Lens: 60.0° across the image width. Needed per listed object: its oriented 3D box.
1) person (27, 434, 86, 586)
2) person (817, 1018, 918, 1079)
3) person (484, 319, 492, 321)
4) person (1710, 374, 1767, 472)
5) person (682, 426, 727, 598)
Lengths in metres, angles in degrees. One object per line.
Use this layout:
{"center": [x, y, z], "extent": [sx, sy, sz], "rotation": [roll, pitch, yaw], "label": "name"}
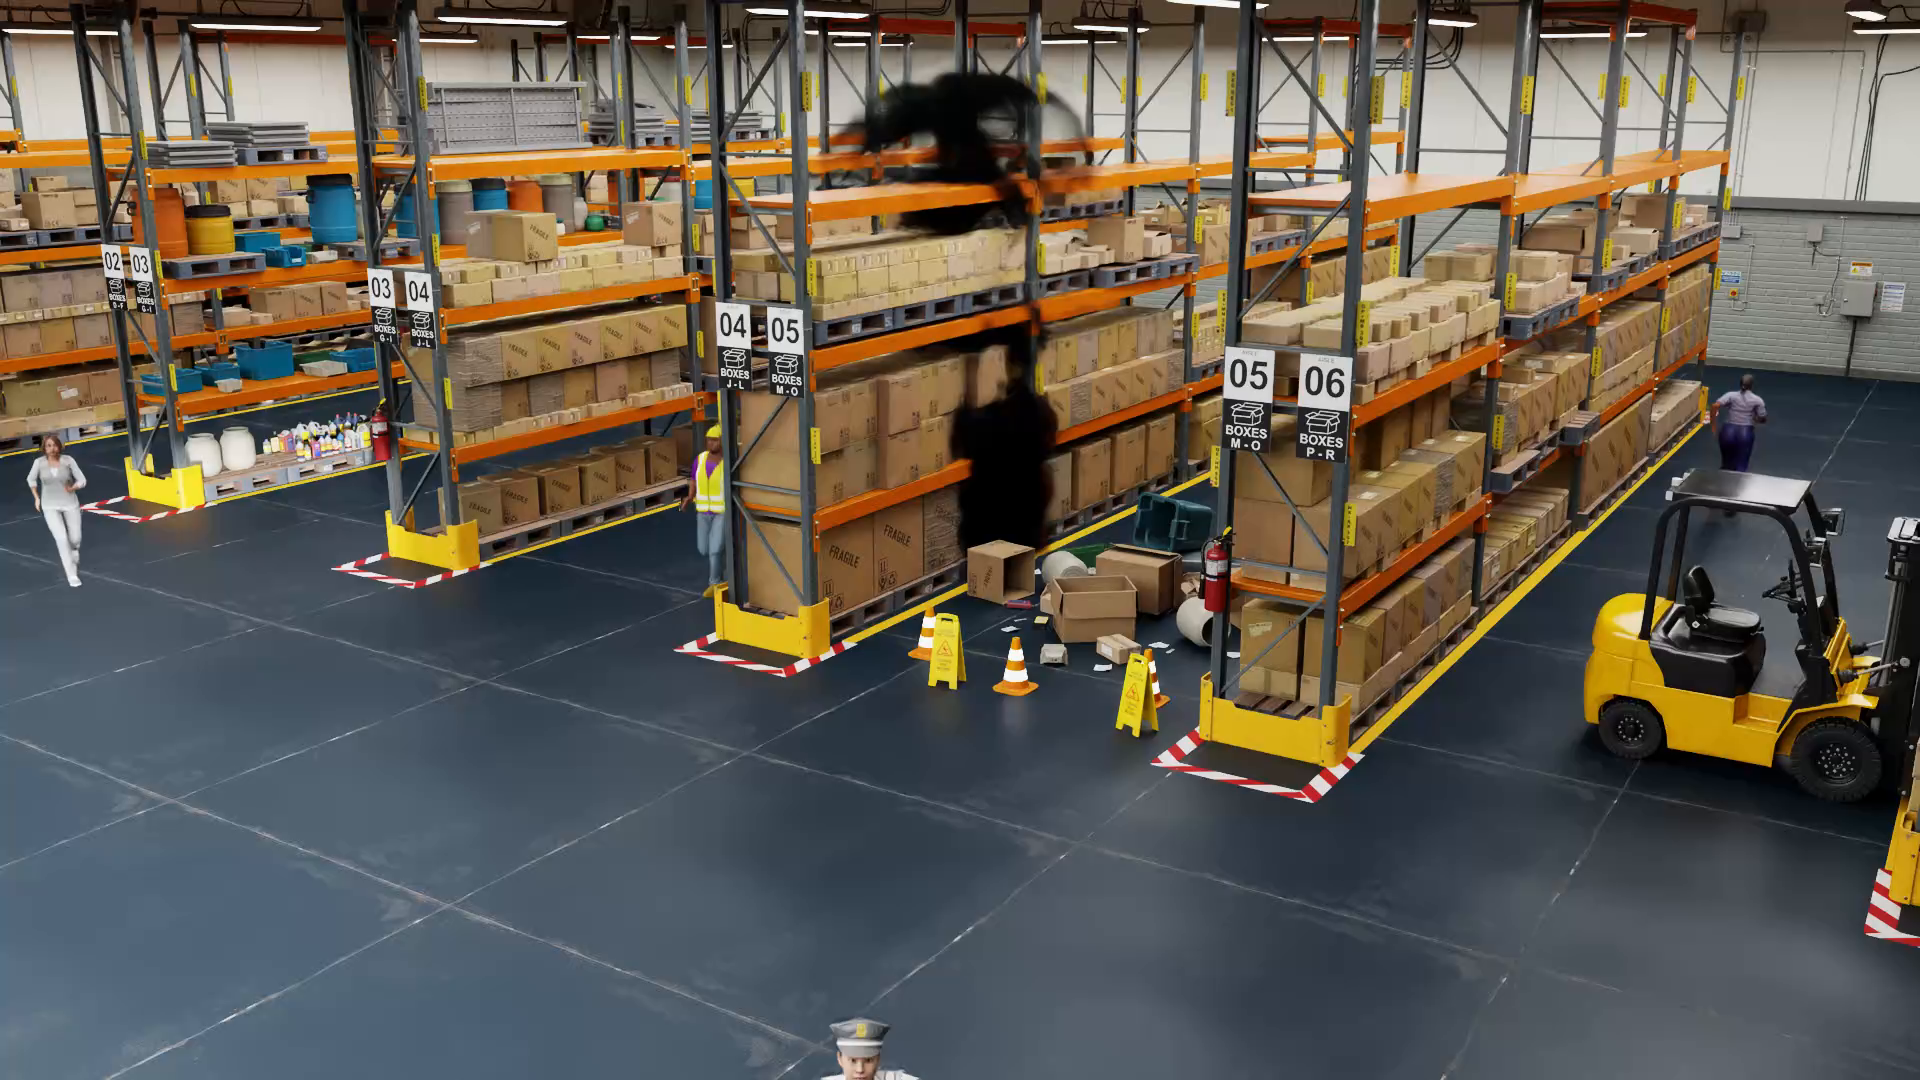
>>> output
{"center": [-9.454, -0.346, 17.483], "extent": [0.538, 1.574, 0.793], "rotation": [-9, 18, -29], "label": "person"}
{"center": [-0.370, 2.650, 6.618], "extent": [0.658, 1.665, 0.538], "rotation": [-1, 16, -4], "label": "person"}
{"center": [-8.048, -3.245, 27.615], "extent": [0.668, 1.749, 0.538], "rotation": [8, 17, 26], "label": "person"}
{"center": [9.565, -1.204, 20.522], "extent": [0.609, 1.692, 0.876], "rotation": [11, 19, 35], "label": "person"}
{"center": [-2.447, -0.310, 16.913], "extent": [0.699, 1.724, 0.701], "rotation": [5, 16, 19], "label": "person"}
